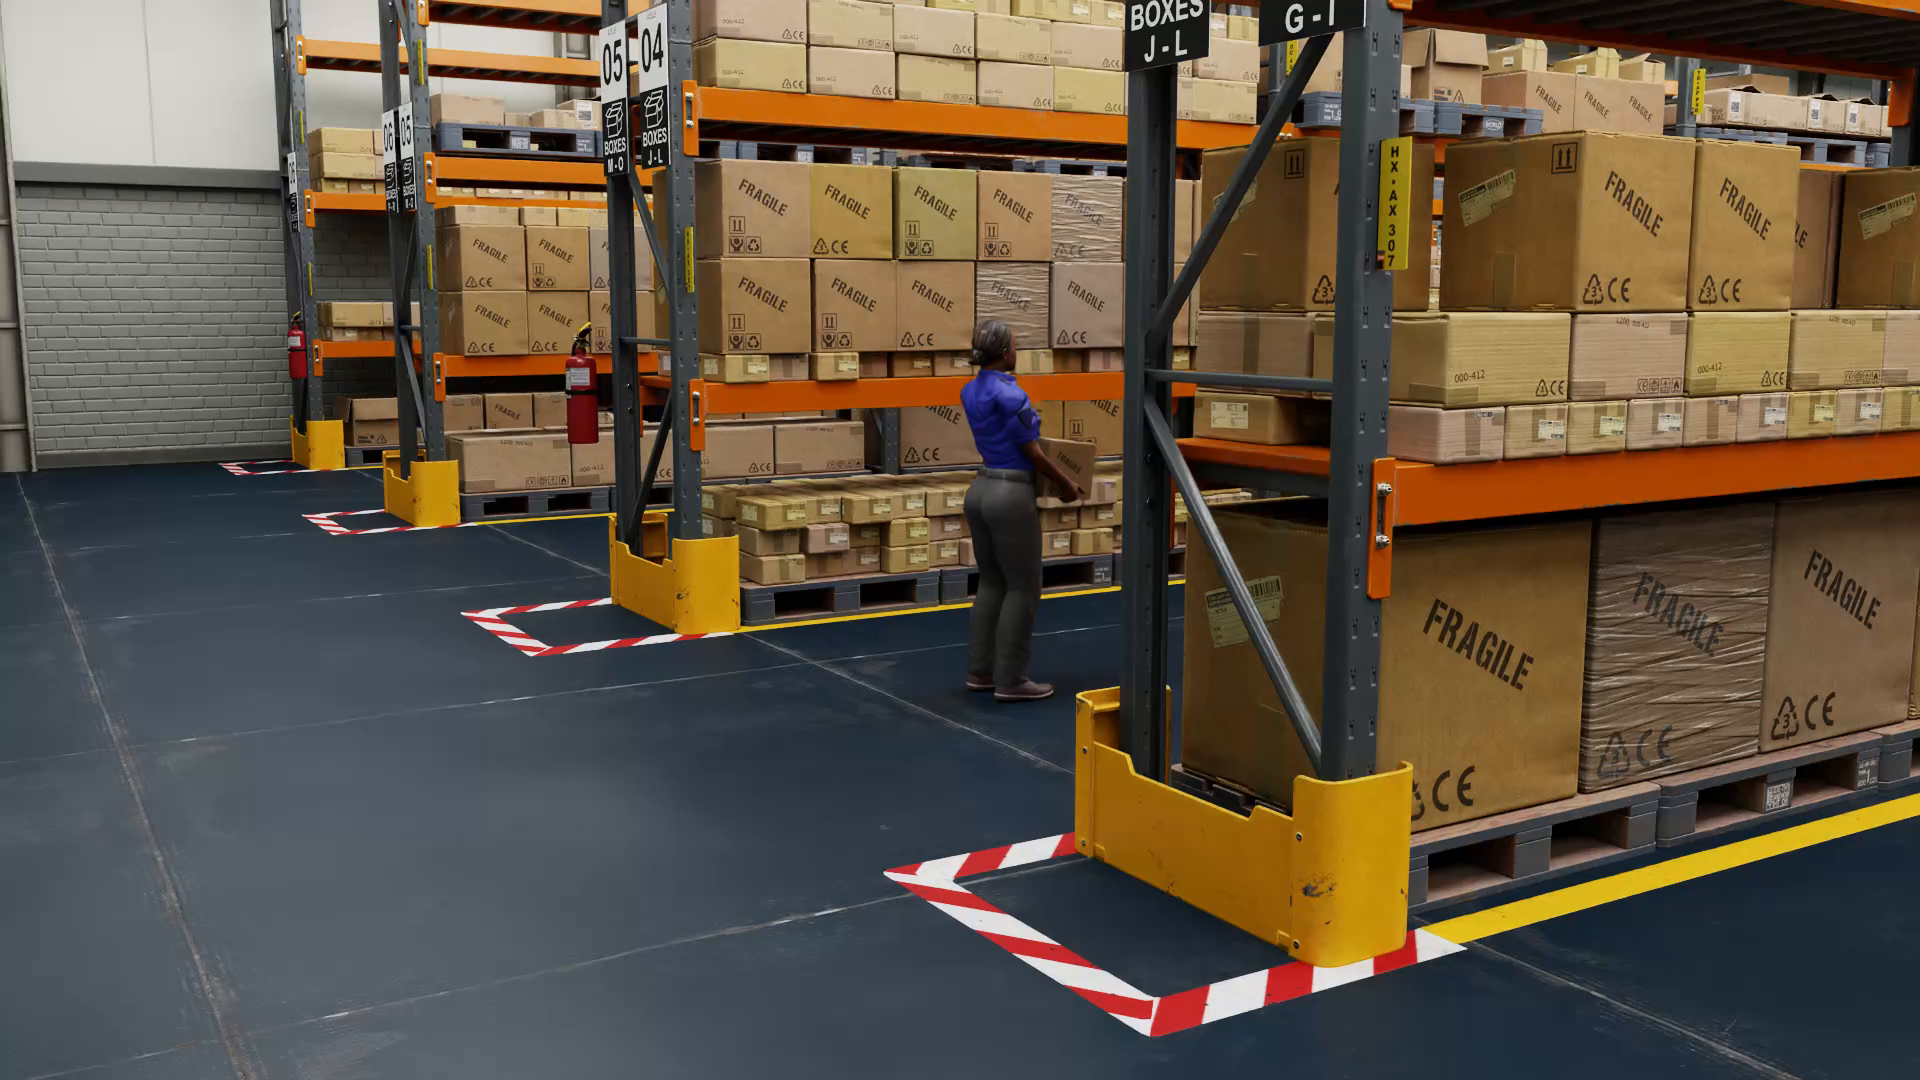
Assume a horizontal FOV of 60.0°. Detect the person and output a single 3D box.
[{"bbox_3d":[0.266,-0.137,7.326,0.510,1.651,0.451,-5,10,-30],"label":"person"}]
